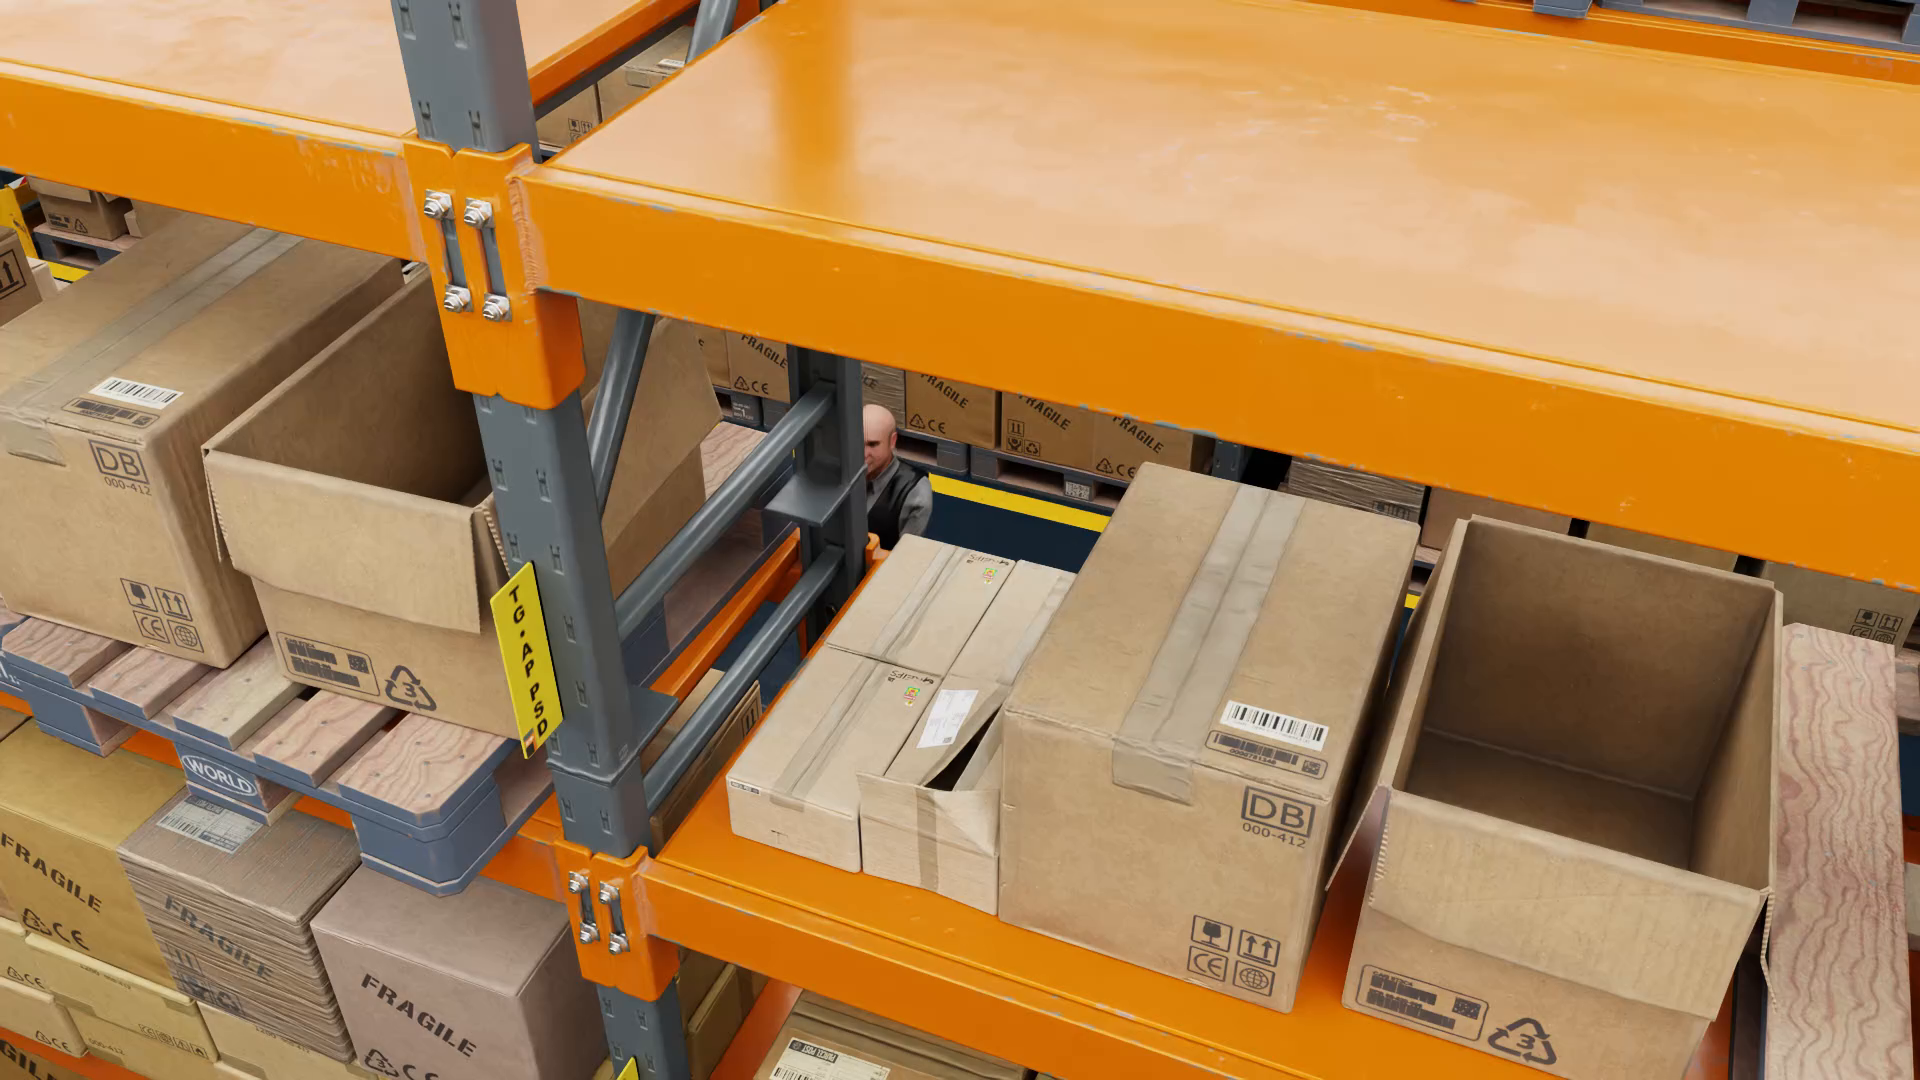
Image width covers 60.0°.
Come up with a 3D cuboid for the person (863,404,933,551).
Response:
[{"bbox_3d":[-0.388,0.273,6.486,0.470,1.719,0.527,14,39,18],"label":"person"}]
